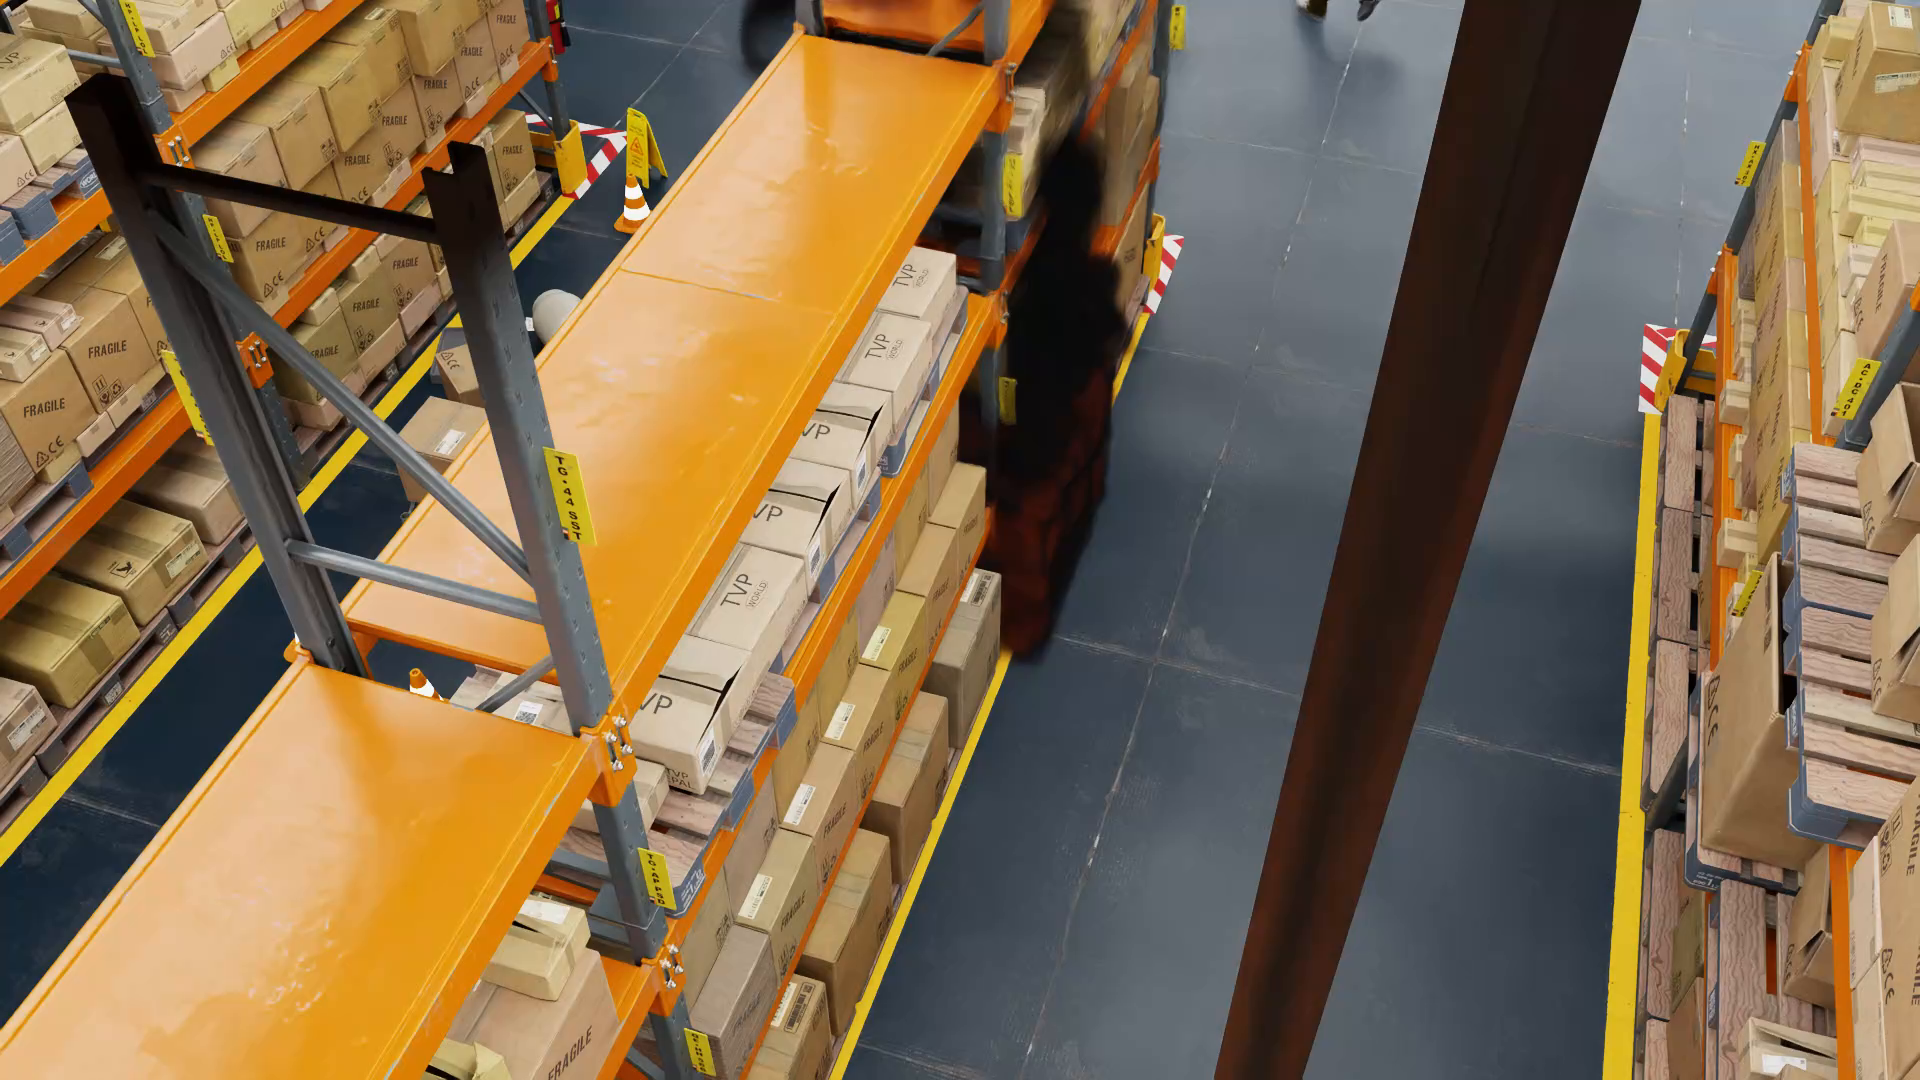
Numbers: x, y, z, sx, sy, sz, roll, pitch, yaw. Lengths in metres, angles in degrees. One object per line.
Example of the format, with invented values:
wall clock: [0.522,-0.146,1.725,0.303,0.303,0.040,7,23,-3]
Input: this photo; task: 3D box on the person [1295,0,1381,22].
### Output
person: [3.534,-5.528,15.338,0.724,1.747,0.925,-27,51,-24]
